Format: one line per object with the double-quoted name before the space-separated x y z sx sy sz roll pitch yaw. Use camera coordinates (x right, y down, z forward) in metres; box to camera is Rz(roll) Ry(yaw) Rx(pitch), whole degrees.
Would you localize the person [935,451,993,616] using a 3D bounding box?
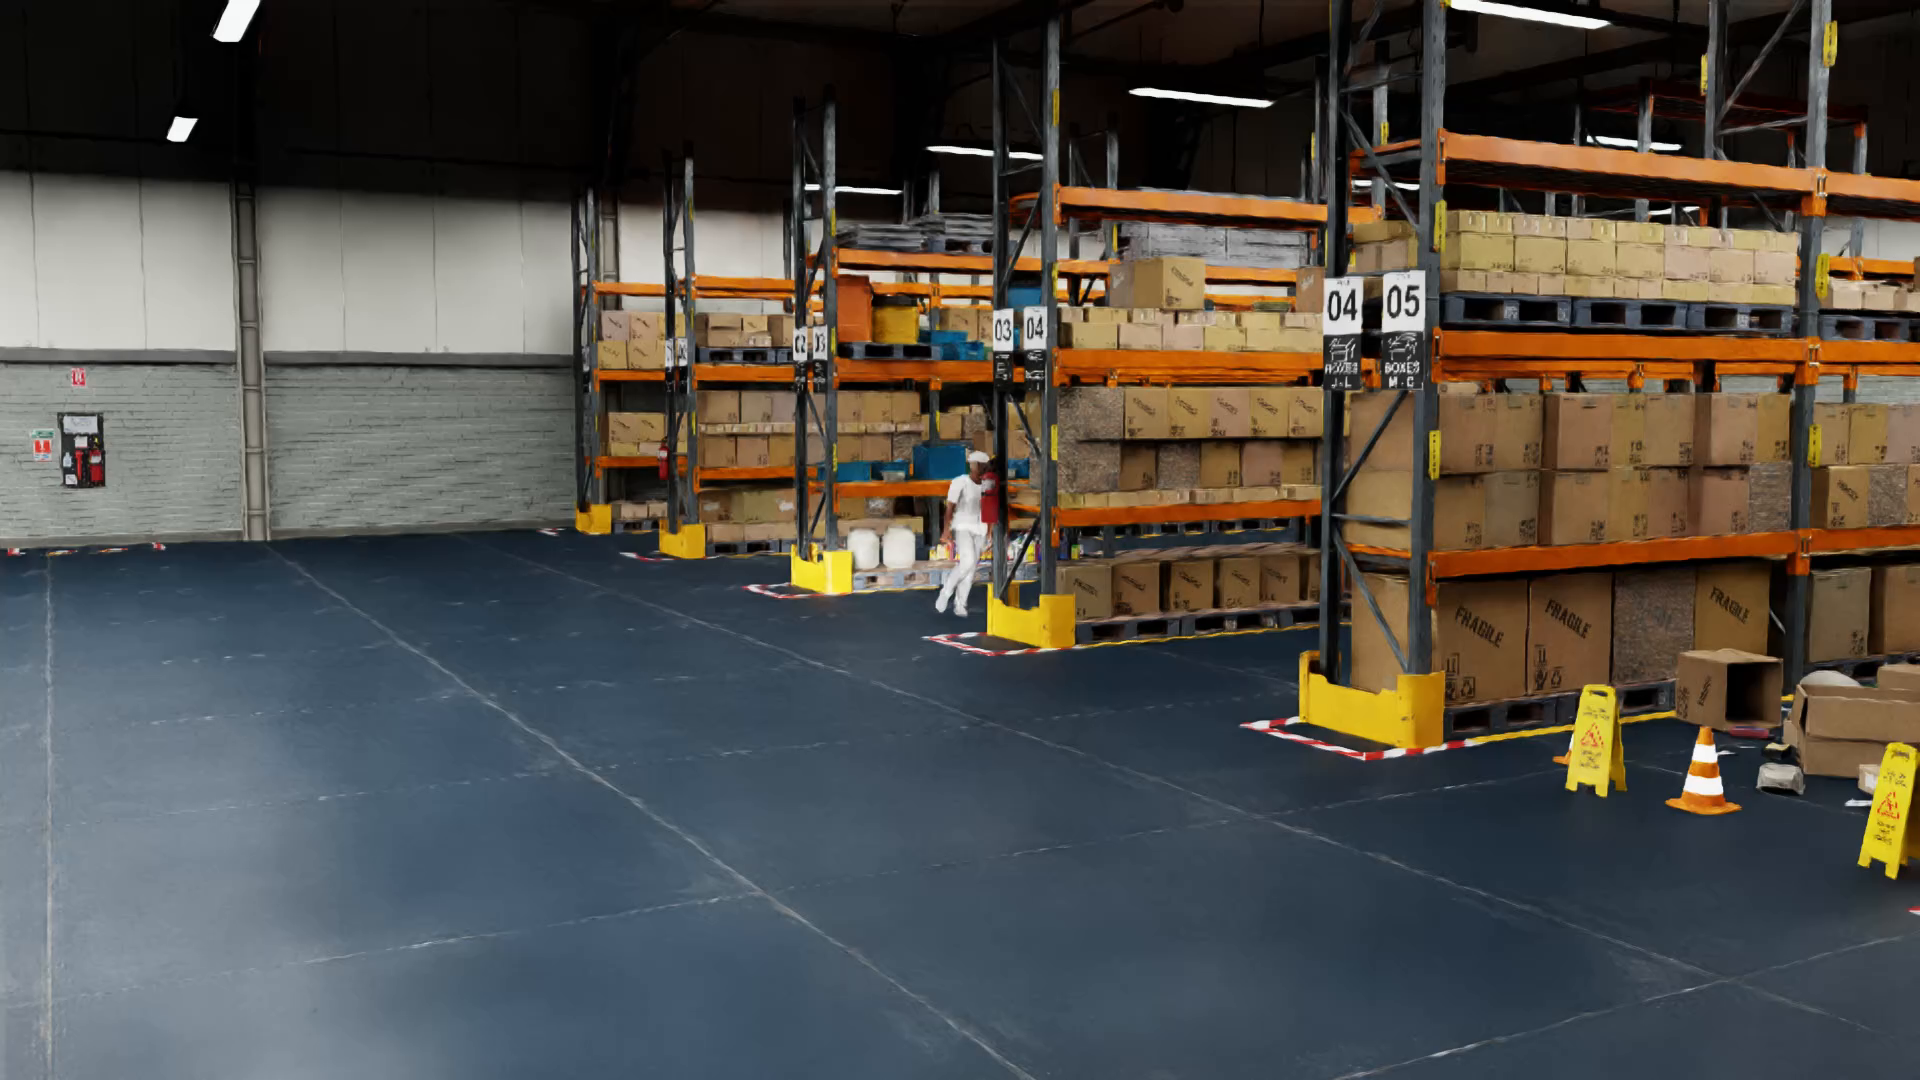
"person" 0.102 -0.073 17.828 0.749 1.759 0.446 -4 6 -35
